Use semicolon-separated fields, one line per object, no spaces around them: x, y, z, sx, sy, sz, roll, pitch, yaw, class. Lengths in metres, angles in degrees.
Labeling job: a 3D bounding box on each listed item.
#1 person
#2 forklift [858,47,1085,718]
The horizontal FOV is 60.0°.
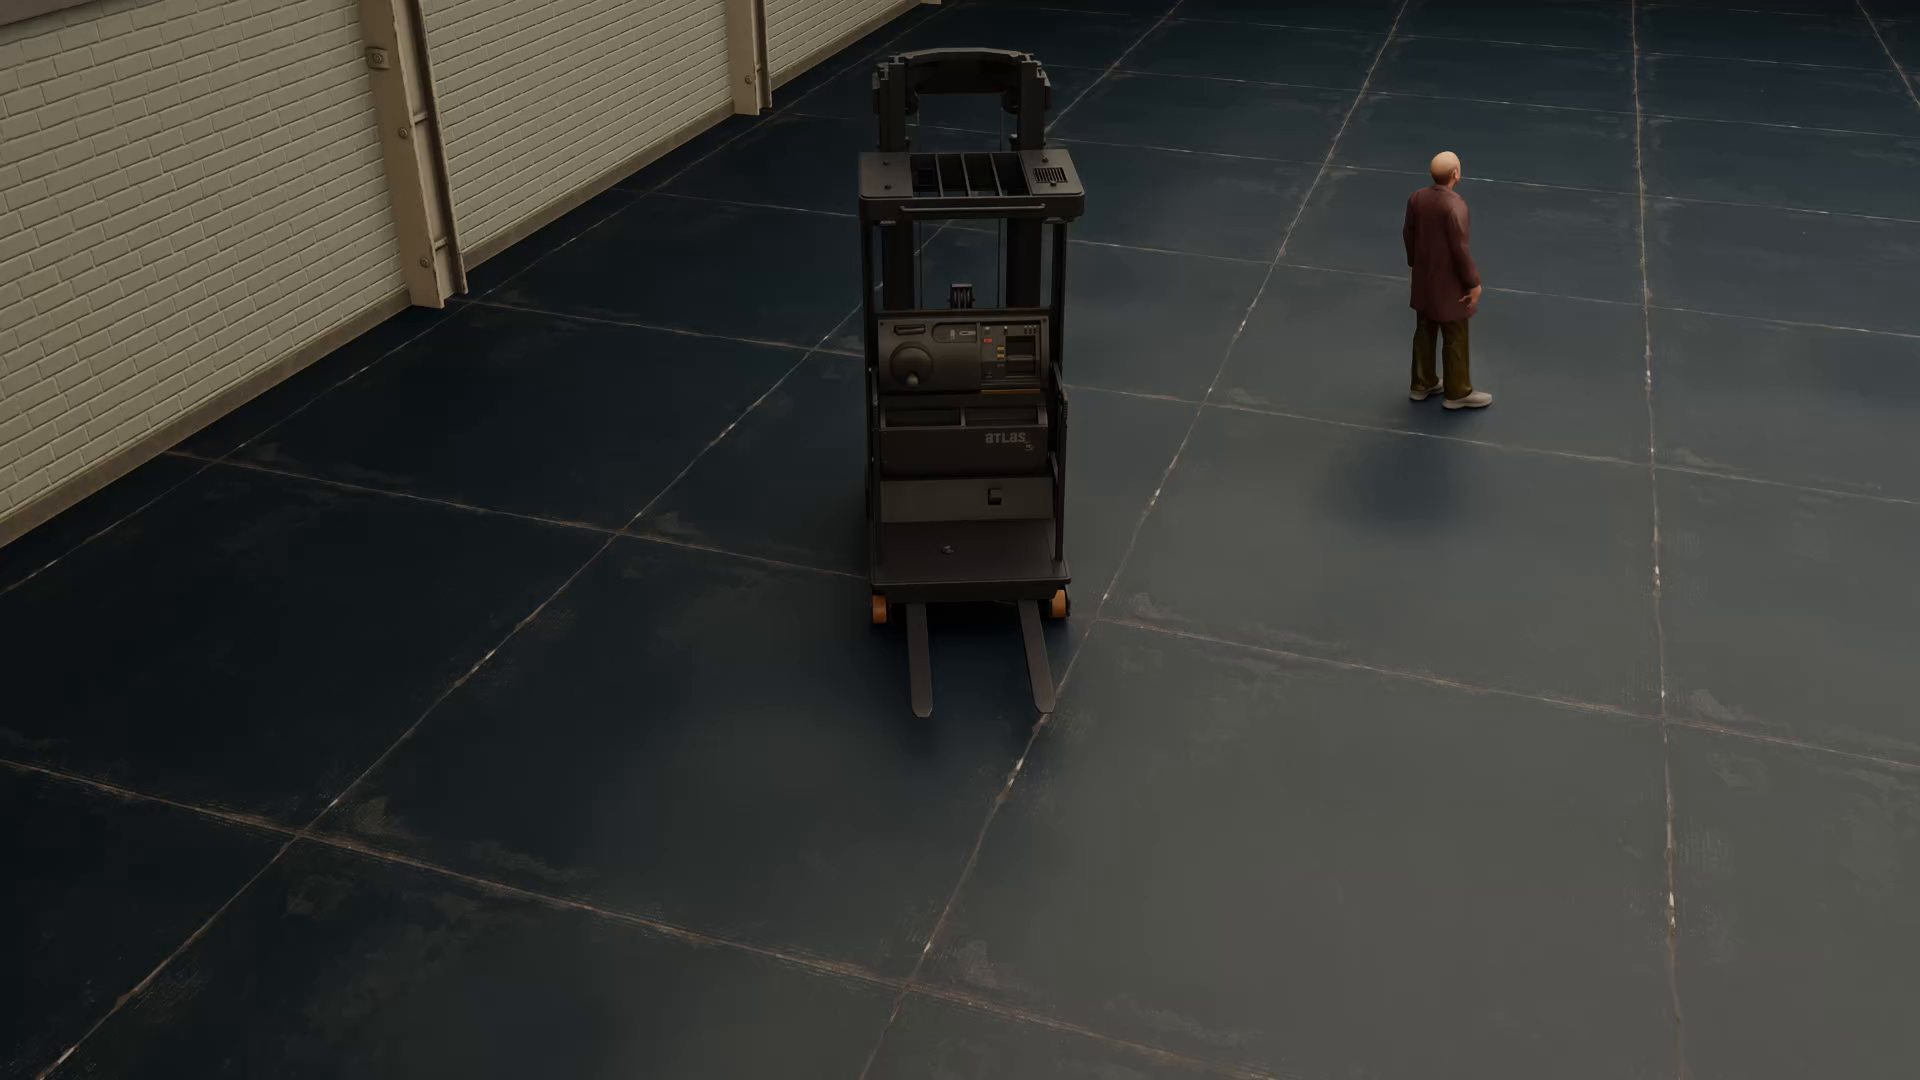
3.382;-1.807;11.457;0.581;1.777;0.694;-13;32;-22;person
0.035;-0.972;8.842;1.130;2.935;3.031;-2;30;-3;forklift
